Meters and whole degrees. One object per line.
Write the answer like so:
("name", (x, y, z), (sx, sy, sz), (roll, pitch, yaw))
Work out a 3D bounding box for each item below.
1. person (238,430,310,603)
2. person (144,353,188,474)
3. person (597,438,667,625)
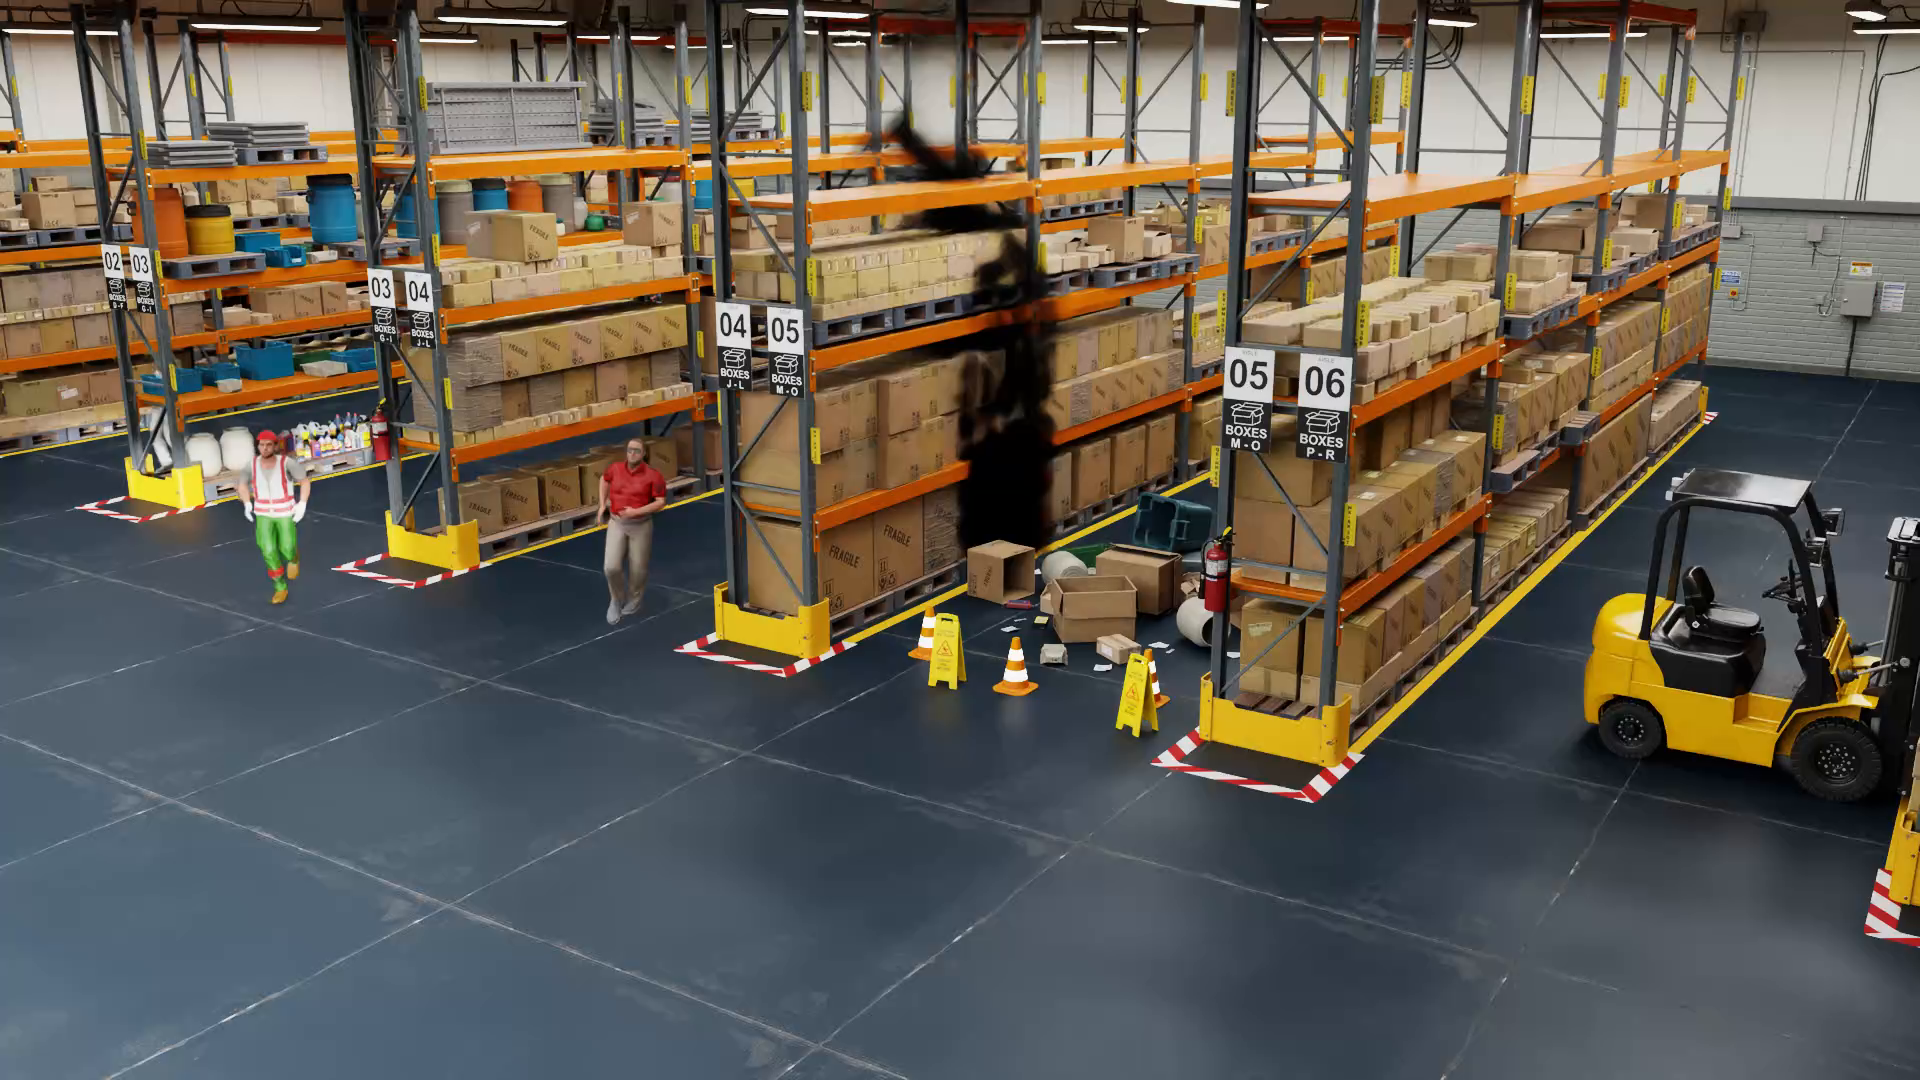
("person", (-6.982, -0.279, 17.001), (0.692, 1.750, 0.676), (-3, 16, -12))
("person", (-10.655, -1.735, 22.432), (0.613, 1.620, 0.688), (9, 18, 28))
("person", (-3.027, -0.069, 15.358), (0.674, 1.762, 0.605), (0, 16, 0))
